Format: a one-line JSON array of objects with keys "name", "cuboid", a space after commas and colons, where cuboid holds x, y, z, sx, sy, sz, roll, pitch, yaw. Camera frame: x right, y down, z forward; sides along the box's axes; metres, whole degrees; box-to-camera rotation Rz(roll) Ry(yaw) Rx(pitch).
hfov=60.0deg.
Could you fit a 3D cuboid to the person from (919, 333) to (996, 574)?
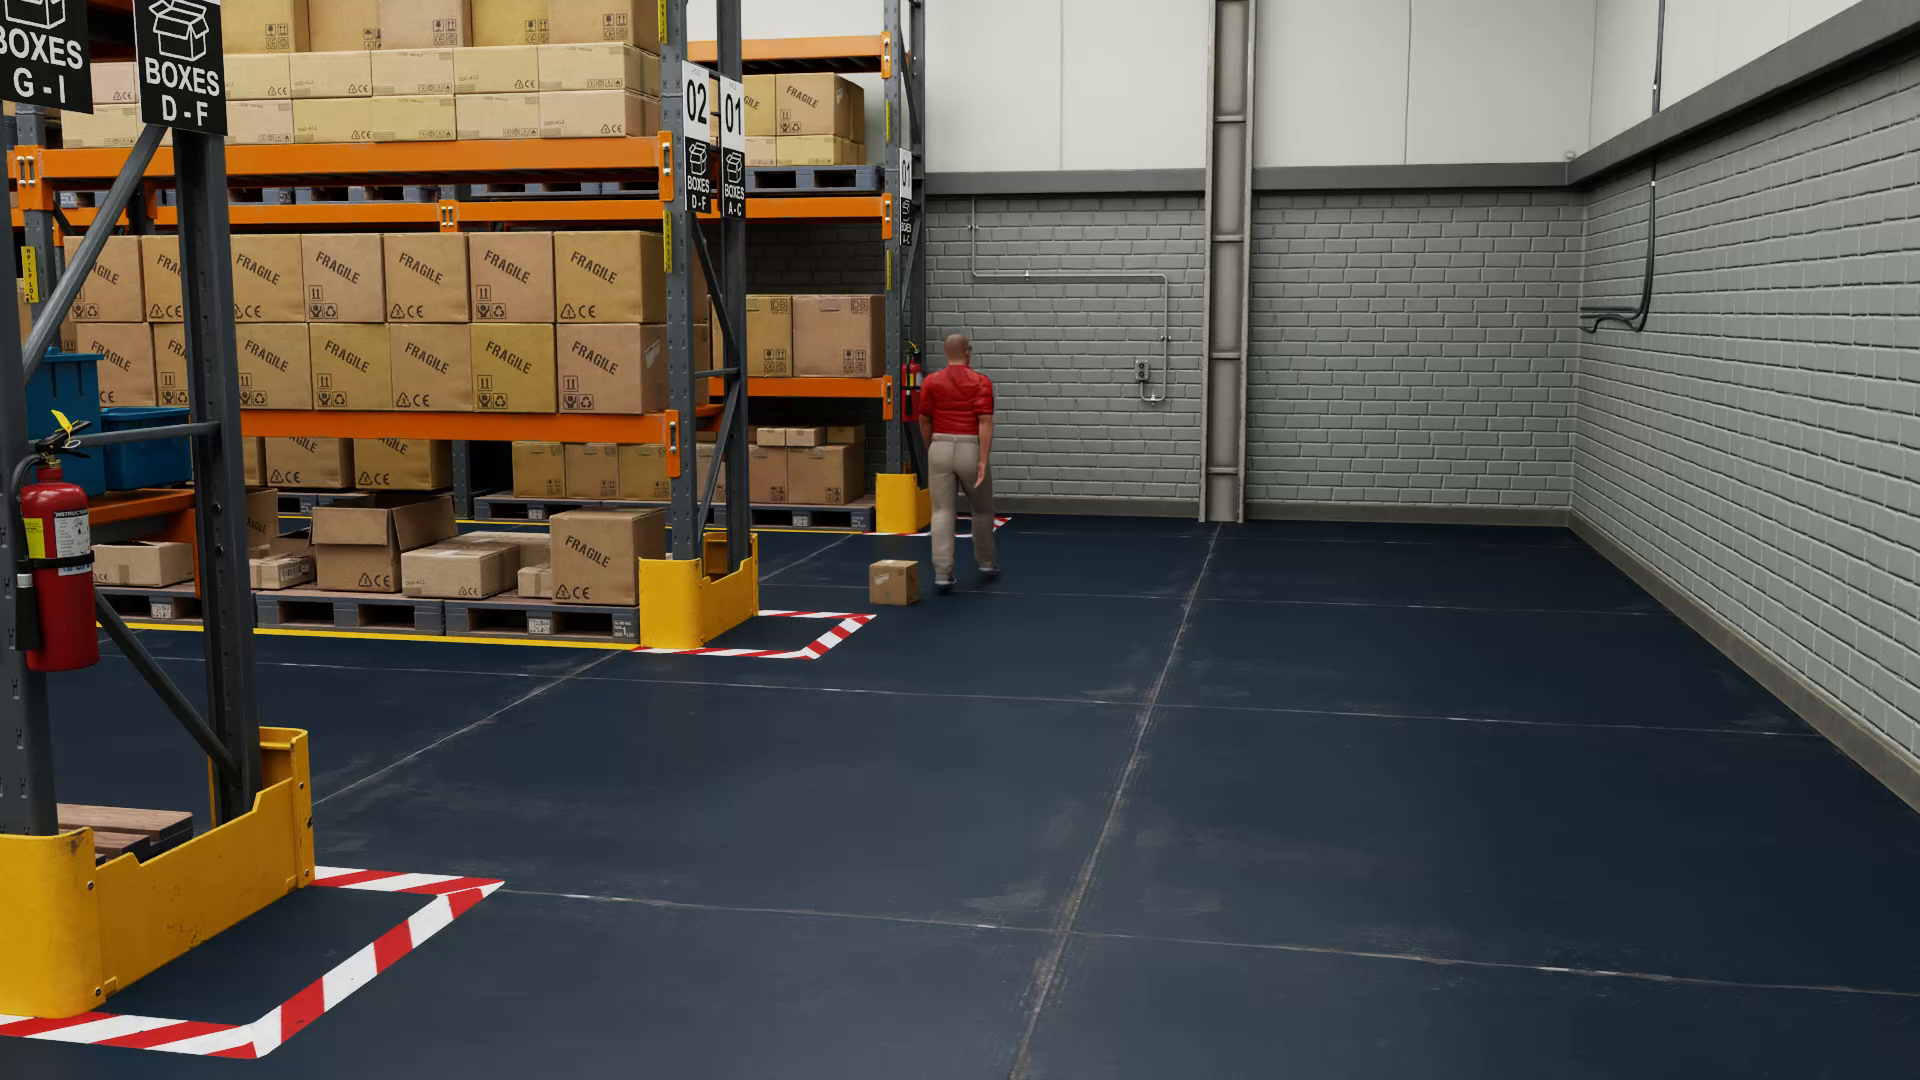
[{"name": "person", "cuboid": [-0.015, -0.588, 11.255, 0.538, 1.611, 0.764, 1, 8, 10]}]
